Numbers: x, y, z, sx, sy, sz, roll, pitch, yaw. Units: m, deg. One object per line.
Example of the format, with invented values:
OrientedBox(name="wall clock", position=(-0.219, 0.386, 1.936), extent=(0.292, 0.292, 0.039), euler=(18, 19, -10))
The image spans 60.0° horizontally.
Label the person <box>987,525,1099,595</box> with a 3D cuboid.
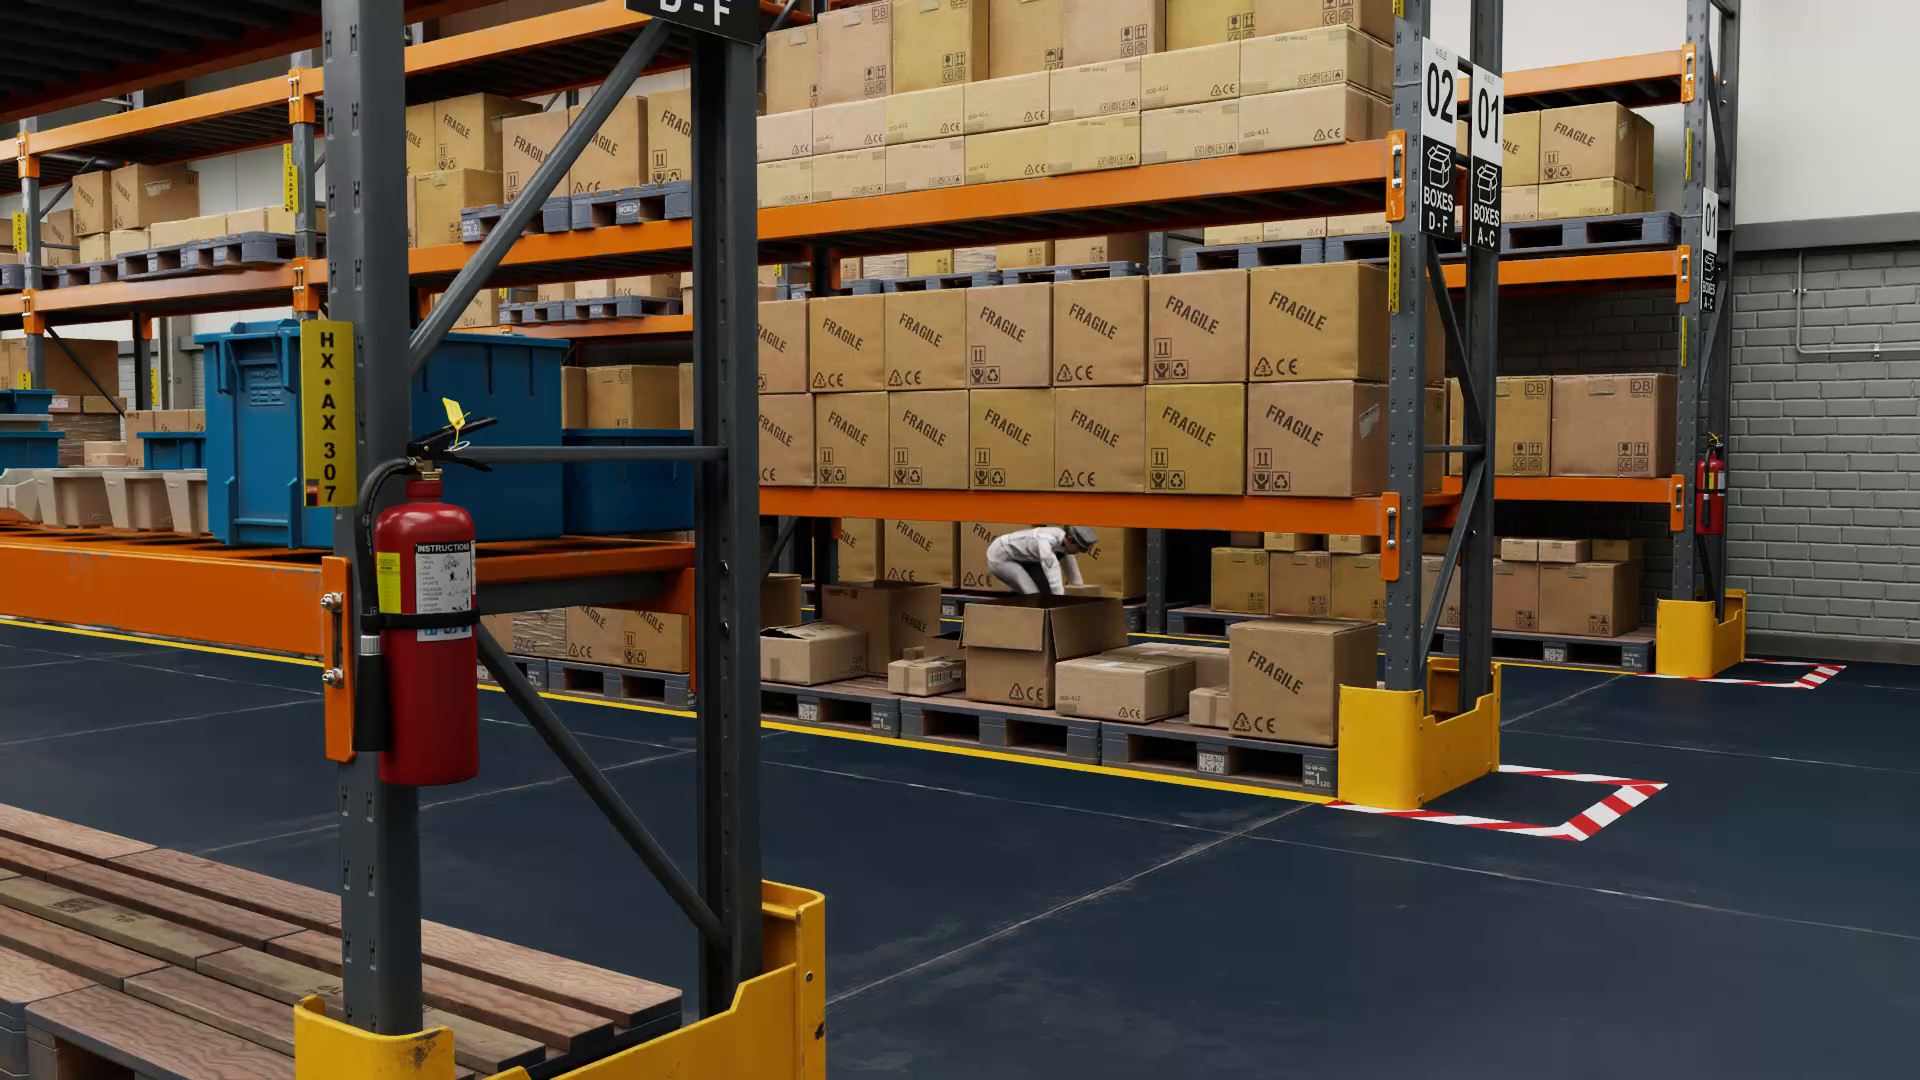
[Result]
OrientedBox(name="person", position=(0.641, 0.308, 12.800), extent=(0.912, 0.978, 0.468), euler=(2, 4, 33))
